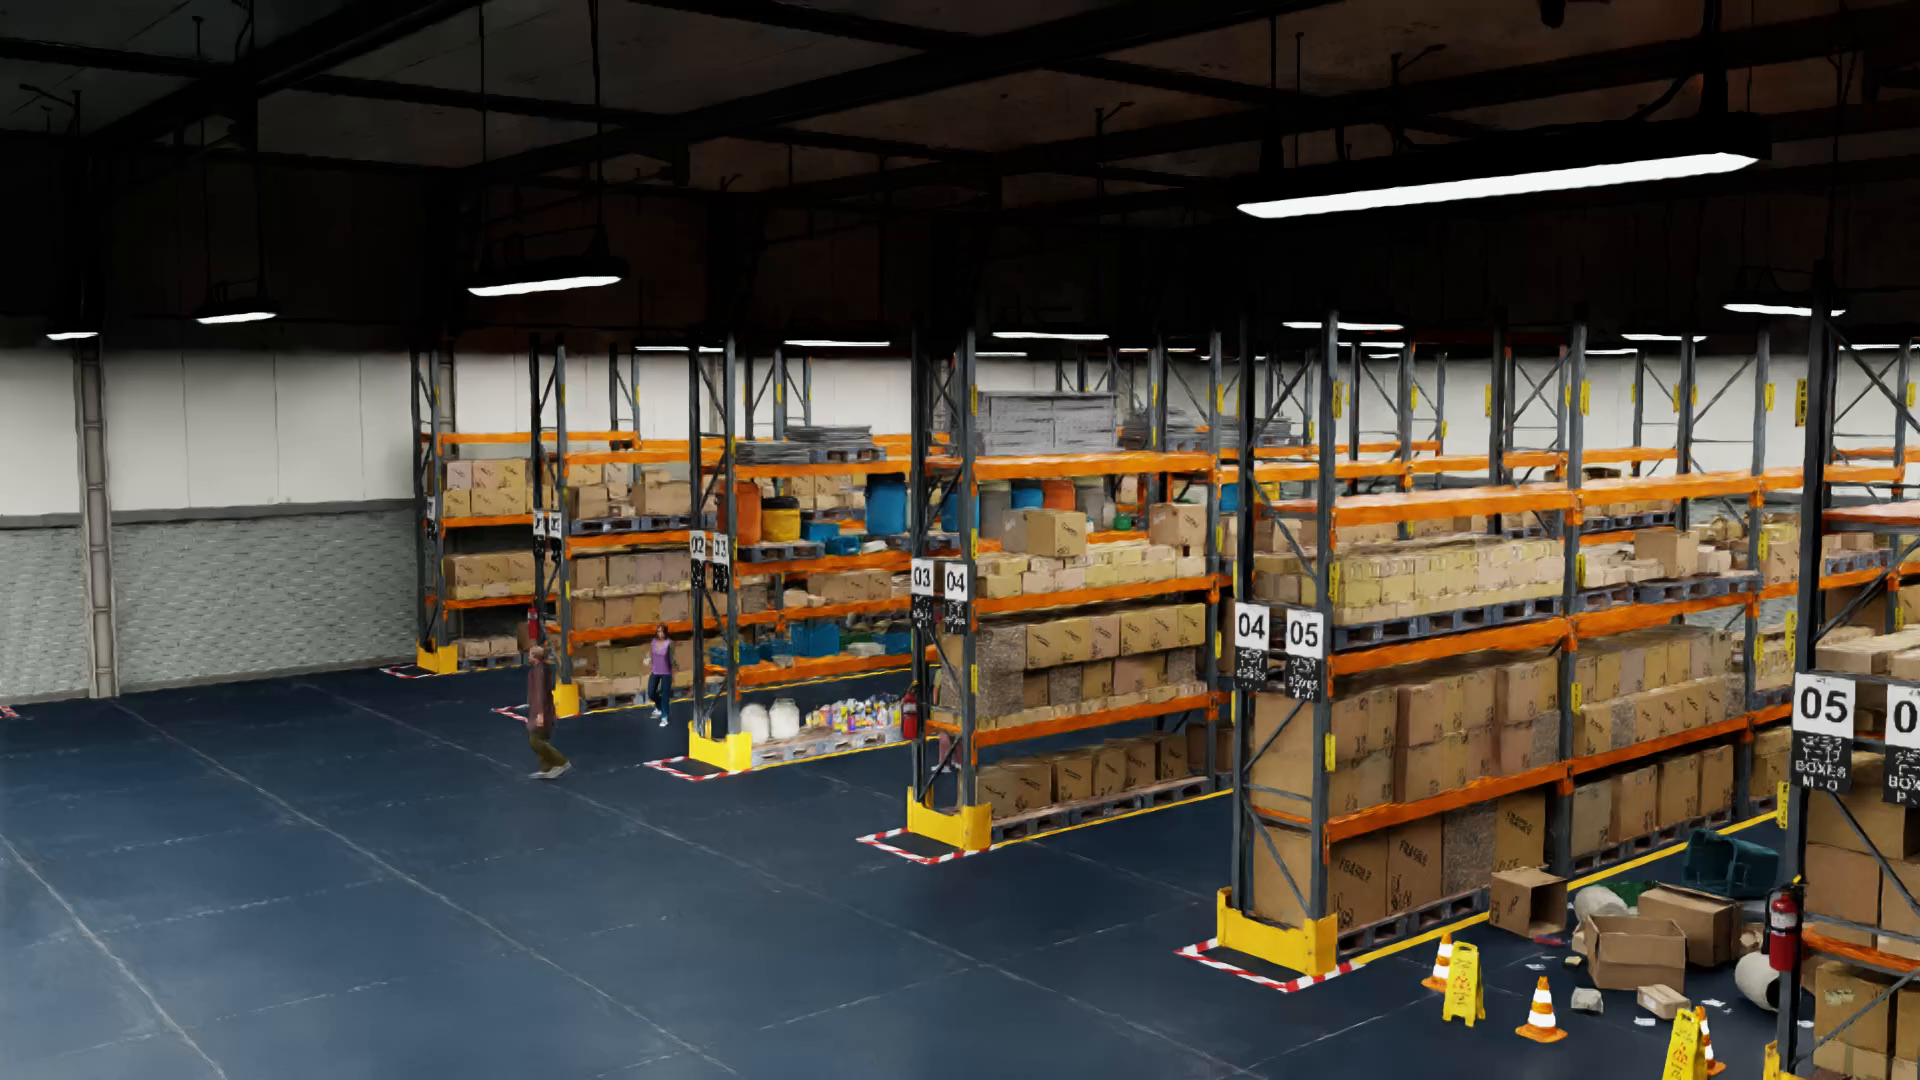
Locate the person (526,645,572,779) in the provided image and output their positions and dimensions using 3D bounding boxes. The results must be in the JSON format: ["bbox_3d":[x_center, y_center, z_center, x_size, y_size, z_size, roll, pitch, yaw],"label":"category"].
[{"bbox_3d":[-5.394,2.267,21.832,0.574,1.773,0.619,0,5,-4],"label":"person"}]

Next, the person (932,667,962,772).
[{"bbox_3d":[-0.116,2.250,22.343,0.559,1.668,0.569,-1,5,-9],"label":"person"}]

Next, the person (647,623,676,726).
[{"bbox_3d":[-4.532,2.030,25.341,0.477,1.589,0.473,1,5,12],"label":"person"}]

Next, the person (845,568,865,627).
[{"bbox_3d":[-2.129,1.331,32.714,1.110,1.588,0.446,-4,7,-37],"label":"person"}]
